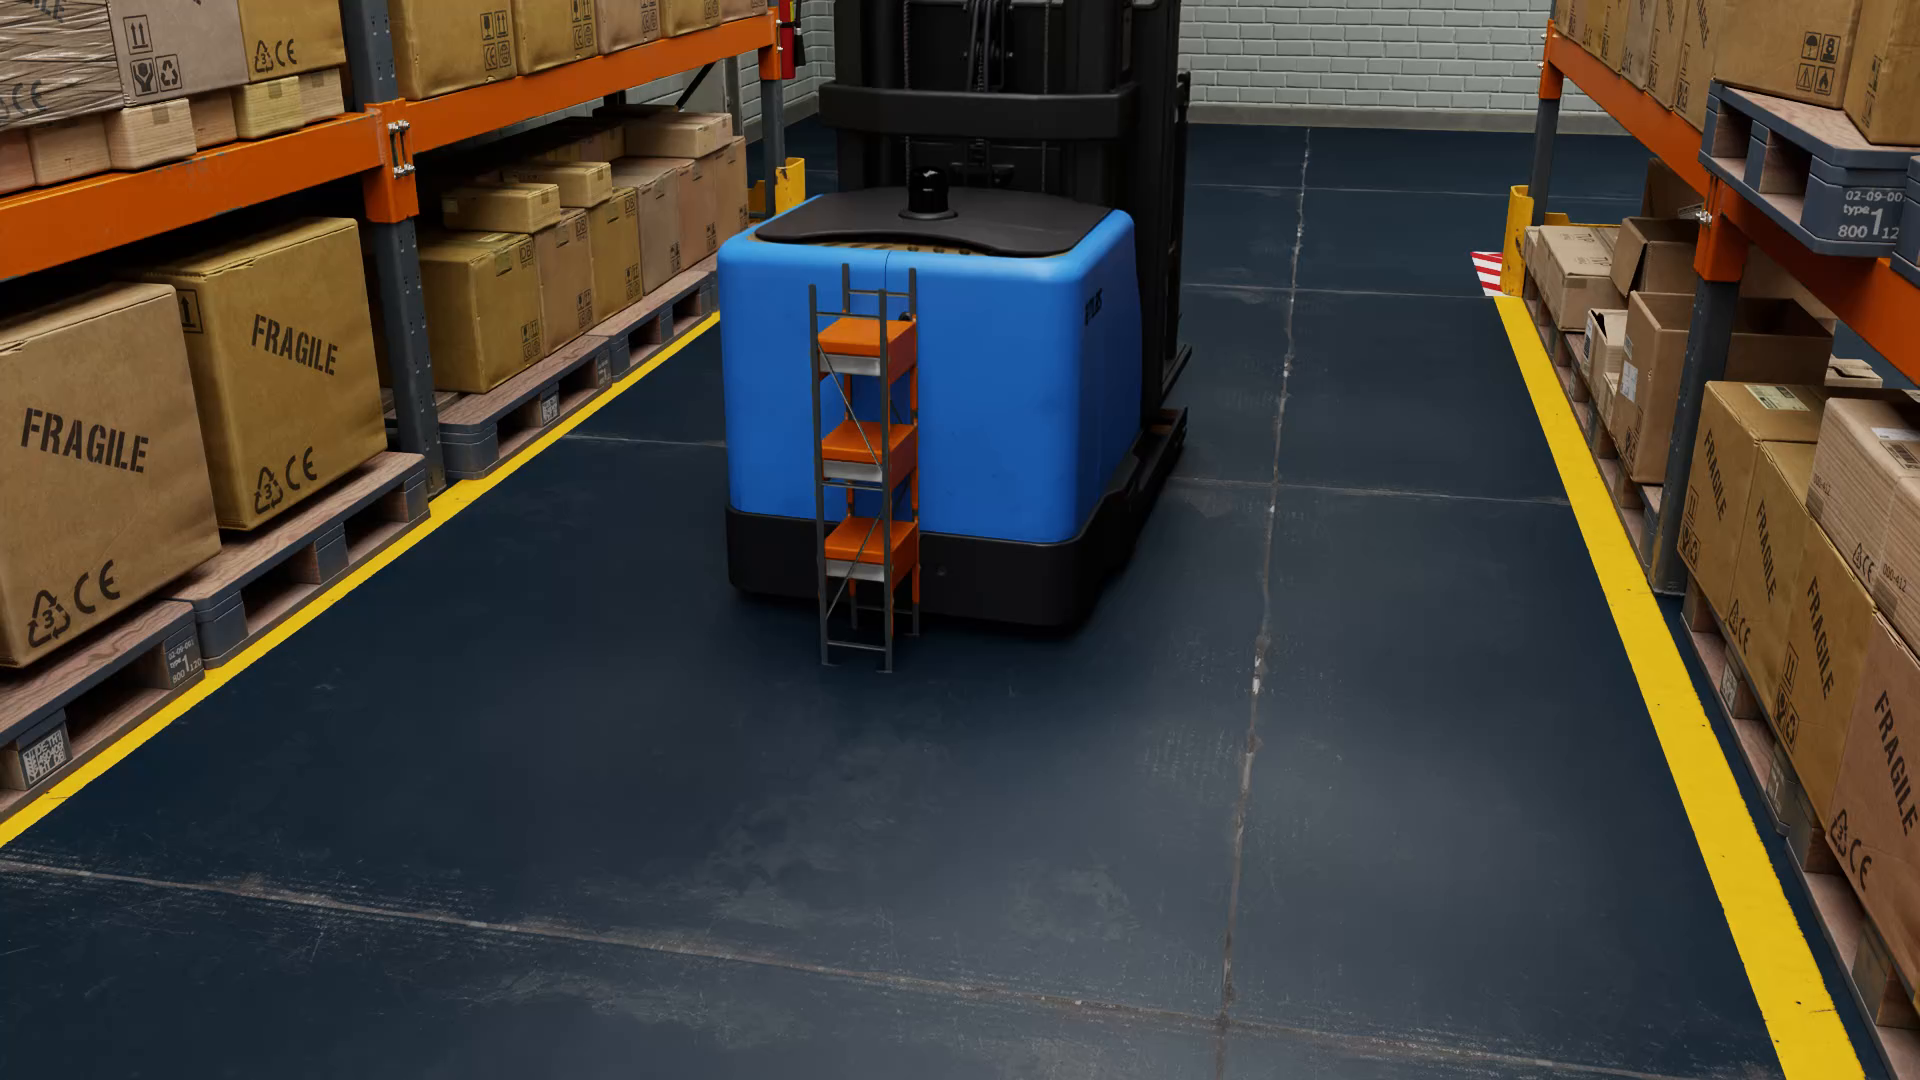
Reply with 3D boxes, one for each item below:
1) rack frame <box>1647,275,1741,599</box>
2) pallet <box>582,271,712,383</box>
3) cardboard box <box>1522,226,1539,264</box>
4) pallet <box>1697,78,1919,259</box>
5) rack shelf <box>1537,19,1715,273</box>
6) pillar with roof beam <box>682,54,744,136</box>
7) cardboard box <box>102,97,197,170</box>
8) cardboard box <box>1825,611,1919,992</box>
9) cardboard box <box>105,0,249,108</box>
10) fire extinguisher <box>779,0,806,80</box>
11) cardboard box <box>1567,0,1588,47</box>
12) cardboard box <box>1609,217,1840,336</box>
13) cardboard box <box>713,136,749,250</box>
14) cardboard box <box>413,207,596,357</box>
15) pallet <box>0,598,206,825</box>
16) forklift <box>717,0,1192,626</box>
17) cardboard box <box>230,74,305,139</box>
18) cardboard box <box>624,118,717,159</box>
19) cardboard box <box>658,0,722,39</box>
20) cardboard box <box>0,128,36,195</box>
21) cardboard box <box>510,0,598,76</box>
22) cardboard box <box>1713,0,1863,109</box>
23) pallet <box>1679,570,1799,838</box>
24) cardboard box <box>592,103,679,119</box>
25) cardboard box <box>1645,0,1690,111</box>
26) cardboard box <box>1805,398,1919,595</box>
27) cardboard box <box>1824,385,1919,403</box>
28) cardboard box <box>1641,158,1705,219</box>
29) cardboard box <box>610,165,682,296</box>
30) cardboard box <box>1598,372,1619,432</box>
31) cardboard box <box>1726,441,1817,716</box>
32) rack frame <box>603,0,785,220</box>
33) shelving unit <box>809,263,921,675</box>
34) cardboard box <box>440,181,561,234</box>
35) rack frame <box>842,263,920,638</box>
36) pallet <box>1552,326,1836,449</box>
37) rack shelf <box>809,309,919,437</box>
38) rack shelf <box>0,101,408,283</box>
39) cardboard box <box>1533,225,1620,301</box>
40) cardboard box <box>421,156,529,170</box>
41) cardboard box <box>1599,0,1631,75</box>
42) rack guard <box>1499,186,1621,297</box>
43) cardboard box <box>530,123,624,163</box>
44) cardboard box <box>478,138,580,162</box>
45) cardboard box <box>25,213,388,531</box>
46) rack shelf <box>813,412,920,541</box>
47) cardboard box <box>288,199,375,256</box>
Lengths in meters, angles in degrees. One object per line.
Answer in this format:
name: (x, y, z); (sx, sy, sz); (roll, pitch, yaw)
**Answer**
rack frame: (2.562, -1.208, 4.338); (1.000, 3.000, 0.127); (4, 22, 11)
pallet: (-1.809, -1.011, 7.580); (1.003, 0.211, 1.213); (4, 22, 11)
cardboard box: (2.957, -1.426, 8.106); (0.380, 0.149, 0.250); (4, 22, 11)
pallet: (2.292, -0.835, 3.669); (1.003, 0.211, 1.213); (4, 22, 11)
rack shelf: (2.970, -1.606, 6.289); (1.077, 0.370, 4.000); (4, 22, 11)
pillar with roof beam: (2.447, -6.555, 9.585); (9.100, 9.000, 0.400); (4, 22, 11)
cardboard box: (-2.201, -1.045, 4.244); (0.380, 0.149, 0.250); (4, 22, 11)
cardboard box: (1.914, 0.469, 2.932); (0.500, 0.500, 0.500); (4, 22, 9)
cardboard box: (-2.230, -1.403, 4.262); (0.500, 0.500, 0.500); (5, 22, 11)
fire extinguisher: (-0.989, -2.858, 9.039); (0.296, 0.674, 0.183); (4, 22, 11)
cardboard box: (2.930, -2.386, 7.129); (0.500, 0.500, 0.500); (4, 22, 10)
cardboard box: (2.941, -0.942, 6.429); (0.797, 0.503, 0.637); (4, 22, 11)
cardboard box: (-1.517, -1.819, 8.639); (0.700, 0.500, 0.500); (4, 22, 11)
cardboard box: (-1.929, -1.069, 6.776); (0.700, 0.500, 0.500); (4, 22, 10)
pallet: (-2.618, 0.445, 3.967); (1.003, 0.211, 1.213); (4, 22, 11)
forklift: (0.217, -1.644, 5.512); (1.130, 2.935, 3.031); (6, 23, 15)
cardboard box: (-2.108, -1.238, 4.721); (0.380, 0.149, 0.250); (5, 22, 12)
cardboard box: (-1.416, -1.965, 8.134); (0.380, 0.149, 0.250); (5, 22, 12)
cardboard box: (-1.704, -2.732, 7.721); (0.980, 0.700, 0.700); (4, 22, 10)
cardboard box: (-2.382, -0.871, 3.810); (0.380, 0.149, 0.250); (4, 22, 9)
cardboard box: (-2.007, -2.187, 6.368); (0.980, 0.700, 0.700); (4, 22, 10)
cardboard box: (2.247, -1.293, 3.853); (0.700, 0.500, 0.500); (-3, 22, -7)
pallet: (2.433, 0.386, 4.113); (1.003, 0.211, 1.213); (4, 22, 11)
cardboard box: (-1.687, -2.181, 8.669); (0.380, 0.149, 0.250); (5, 22, 11)
cardboard box: (2.517, -1.646, 5.290); (0.500, 0.500, 0.500); (5, 22, 12)
cardboard box: (2.021, -0.077, 3.282); (0.500, 0.250, 0.500); (5, 22, 11)
cardboard box: (2.860, -0.302, 5.099); (0.500, 0.311, 0.500); (4, 22, 11)
cardboard box: (3.509, -1.498, 7.815); (0.500, 0.500, 0.500); (4, 22, 11)
cardboard box: (-1.721, -1.452, 7.728); (0.700, 0.500, 0.500); (4, 22, 9)
cardboard box: (2.419, -0.462, 5.712); (0.380, 0.149, 0.250); (4, 22, 11)
cardboard box: (2.127, 0.102, 3.843); (0.500, 0.500, 0.500); (5, 22, 12)
rack frame: (-1.472, -3.047, 8.905); (1.000, 3.000, 0.127); (4, 22, 11)
shelving unit: (-0.244, -0.180, 4.396); (0.215, 1.050, 0.252); (6, 23, 15)
cardboard box: (-1.786, -1.298, 6.476); (0.380, 0.149, 0.250); (5, 23, 13)
rack frame: (-0.211, -0.224, 4.505); (0.200, 1.050, 0.008); (6, 23, 15)
pallet: (2.950, -0.613, 6.594); (1.003, 0.211, 1.213); (4, 22, 11)
rack shelf: (-0.244, -0.434, 4.294); (0.215, 0.259, 0.240); (6, 23, 15)
rack shelf: (-2.696, -0.519, 3.591); (1.077, 0.370, 4.000); (4, 22, 11)
cardboard box: (2.888, -1.240, 7.508); (0.500, 0.250, 0.500); (4, 22, 11)
cardboard box: (-2.048, -1.530, 7.053); (0.380, 0.149, 0.250); (5, 22, 11)
cardboard box: (2.721, -2.020, 6.221); (0.500, 0.500, 0.500); (5, 22, 12)
rack guard: (3.363, -1.484, 8.369); (1.175, 0.500, 0.348); (4, 22, 11)
cardboard box: (-1.841, -1.904, 7.982); (0.380, 0.149, 0.250); (5, 22, 11)
cardboard box: (-1.944, -1.717, 7.517); (0.380, 0.149, 0.250); (5, 22, 11)
cardboard box: (-2.293, -0.534, 4.981); (0.750, 0.750, 0.750); (5, 22, 12)
rack shelf: (-0.244, -0.170, 4.400); (0.215, 0.259, 0.240); (6, 23, 15)
cardboard box: (-2.259, -1.148, 6.105); (0.380, 0.149, 0.250); (4, 22, 11)
